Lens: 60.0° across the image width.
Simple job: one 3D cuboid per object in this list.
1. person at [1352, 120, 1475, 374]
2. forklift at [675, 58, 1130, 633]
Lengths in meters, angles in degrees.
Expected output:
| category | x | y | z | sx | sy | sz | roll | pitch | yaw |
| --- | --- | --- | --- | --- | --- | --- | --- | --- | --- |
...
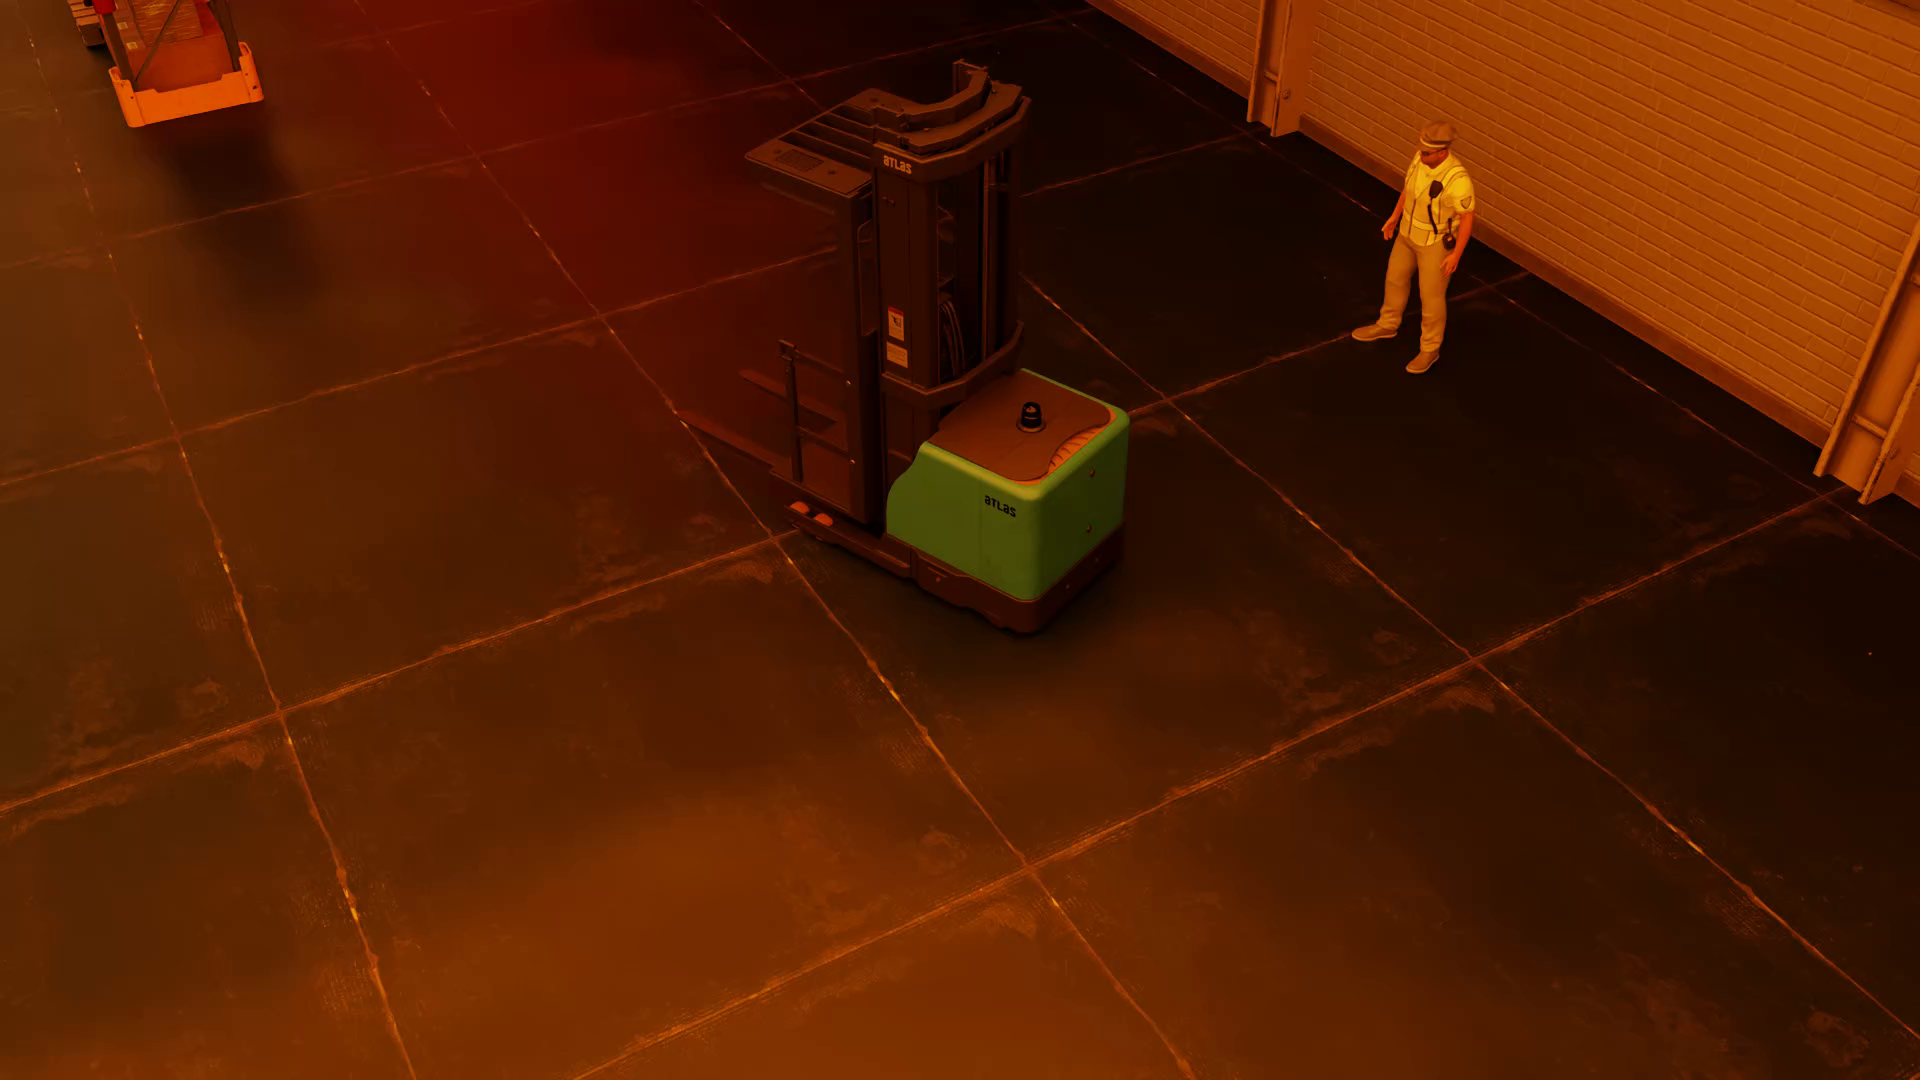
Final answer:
| category | x | y | z | sx | sy | sz | roll | pitch | yaw |
| --- | --- | --- | --- | --- | --- | --- | --- | --- | --- |
| person | 3.197 | -2.063 | 11.451 | 0.482 | 1.755 | 0.674 | -19 | 43 | -22 |
| forklift | -0.481 | -1.366 | 9.683 | 3.031 | 2.935 | 1.130 | 26 | 46 | 28 |
